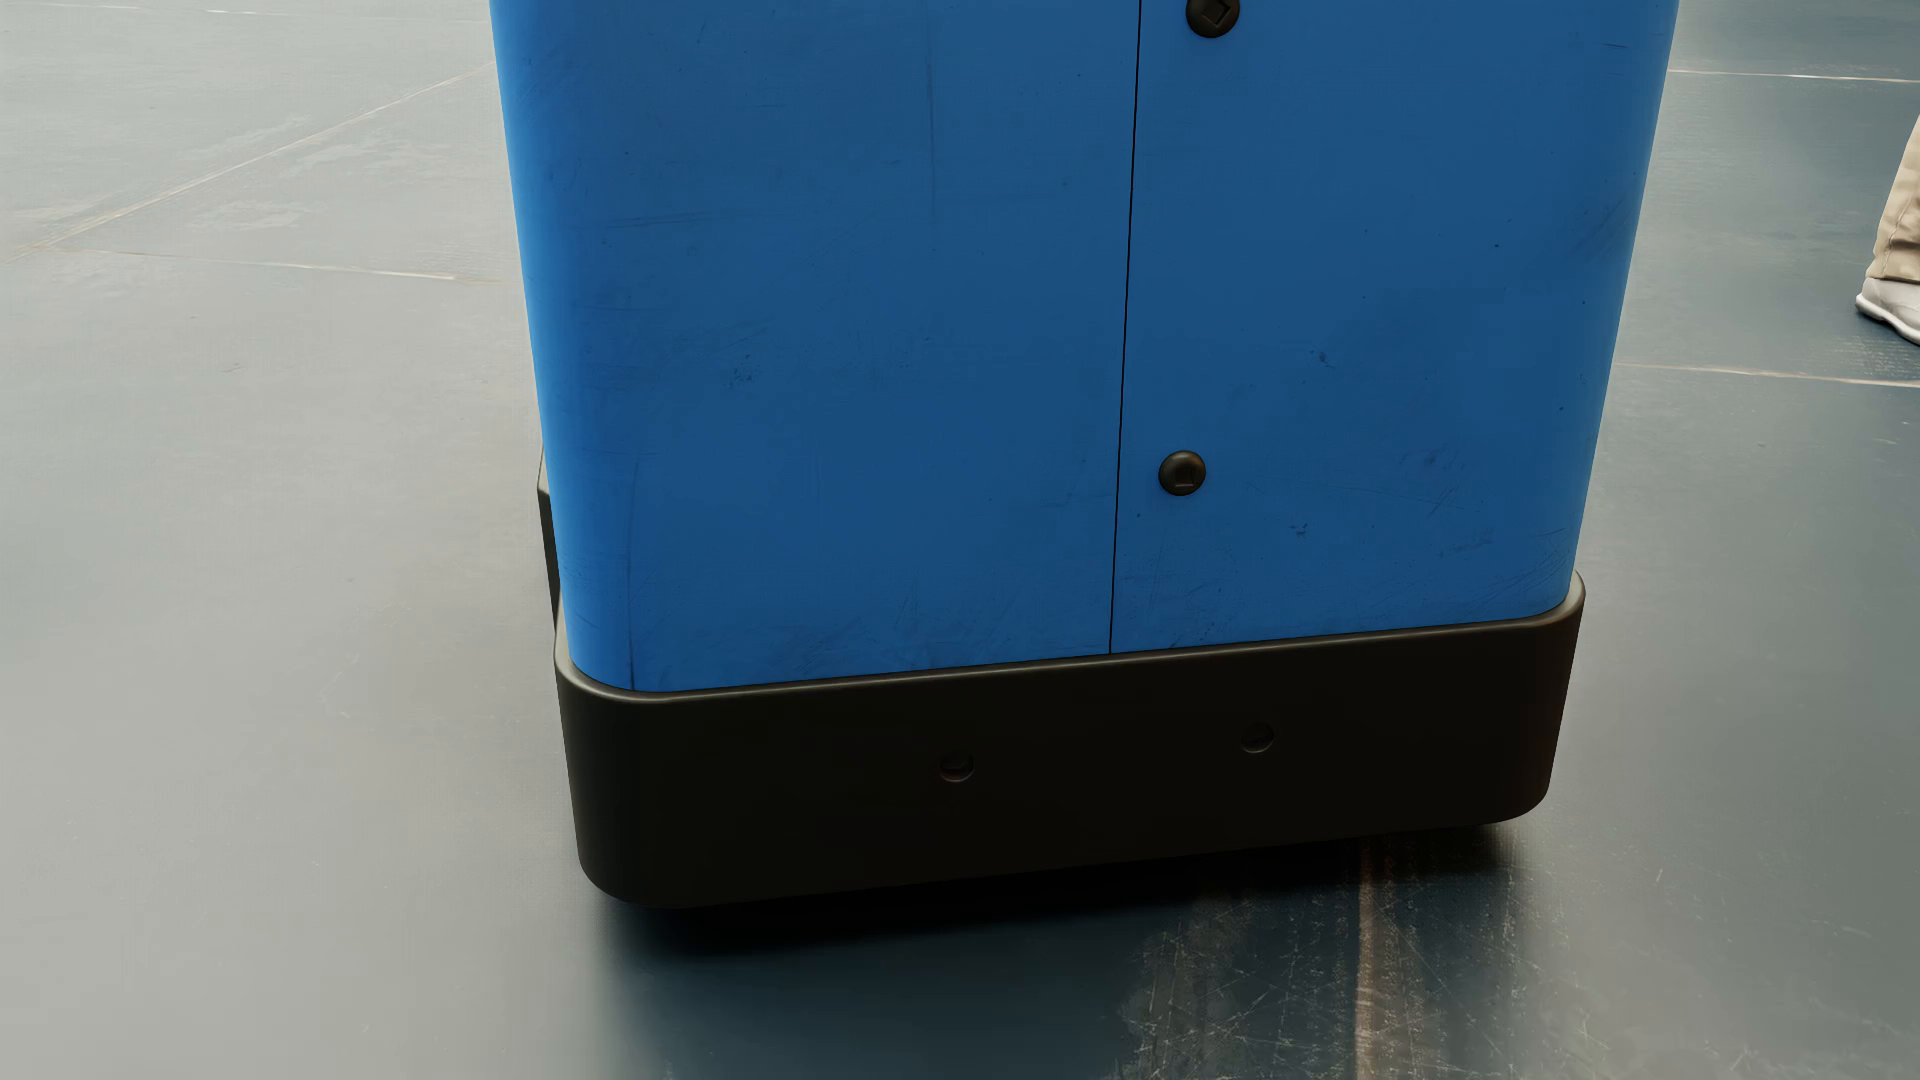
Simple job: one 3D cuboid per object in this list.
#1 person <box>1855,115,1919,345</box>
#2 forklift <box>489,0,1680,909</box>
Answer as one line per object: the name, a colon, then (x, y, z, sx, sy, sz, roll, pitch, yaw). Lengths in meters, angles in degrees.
person: (2.085, -1.243, 3.045, 0.585, 1.727, 0.397, -14, 30, -25)
forklift: (-0.103, -1.588, 2.393, 1.130, 2.935, 3.031, -4, 27, -8)
